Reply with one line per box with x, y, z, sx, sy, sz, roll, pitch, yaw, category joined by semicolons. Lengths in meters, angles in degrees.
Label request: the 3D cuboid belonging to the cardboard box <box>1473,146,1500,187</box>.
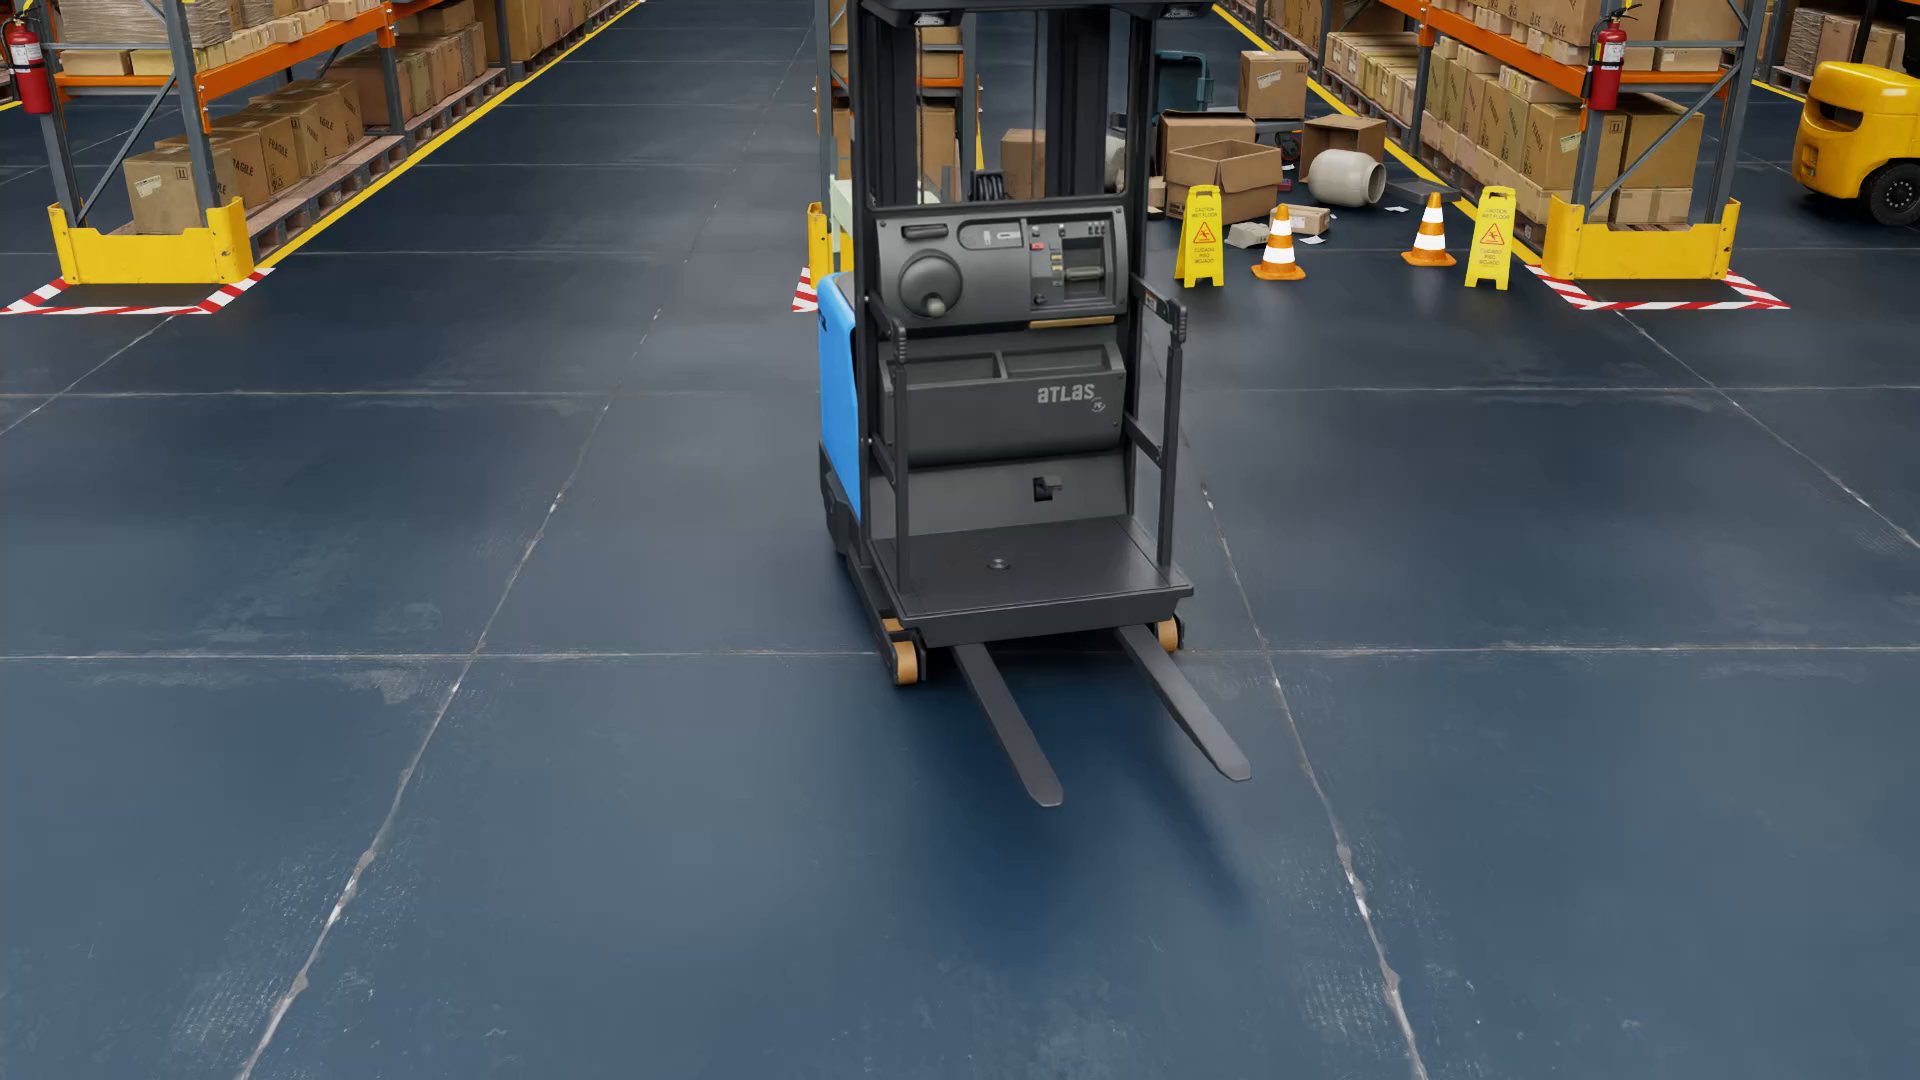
4.264;-2.844;12.725;0.500;0.250;0.500;-1;24;-2;cardboard box

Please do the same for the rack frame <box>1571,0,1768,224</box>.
4.551;-3.144;10.562;1.000;3.000;0.127;0;24;-1;rack frame

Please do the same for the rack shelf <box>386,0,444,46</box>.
-5.424;-5.244;16.079;1.077;0.370;4.000;0;24;-1;rack shelf

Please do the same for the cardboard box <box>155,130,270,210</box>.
-5.389;-2.656;12.006;0.500;0.500;0.500;6;25;13;cardboard box

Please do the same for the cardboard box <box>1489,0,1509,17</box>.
4.280;-4.169;12.346;0.500;0.500;0.500;0;24;0;cardboard box

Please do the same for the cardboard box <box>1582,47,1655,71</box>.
4.333;-3.183;10.953;0.380;0.149;0.250;1;24;1;cardboard box

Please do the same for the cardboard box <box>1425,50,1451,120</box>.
4.244;-3.829;13.992;0.500;0.500;0.500;1;24;2;cardboard box

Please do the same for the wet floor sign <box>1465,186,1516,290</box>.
3.483;-1.989;10.864;0.267;0.644;0.232;8;26;18;wet floor sign

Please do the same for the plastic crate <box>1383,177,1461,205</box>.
3.705;-2.812;13.370;0.402;0.080;0.583;-9;26;-19;plastic crate

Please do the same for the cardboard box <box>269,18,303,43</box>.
-5.042;-3.722;12.145;0.380;0.149;0.250;0;24;-1;cardboard box

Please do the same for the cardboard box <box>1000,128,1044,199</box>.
0.602;-2.956;13.176;0.500;0.500;0.500;4;25;9;cardboard box

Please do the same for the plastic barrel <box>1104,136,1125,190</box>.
1.105;-3.094;13.578;0.512;0.421;0.421;19;30;35;plastic barrel

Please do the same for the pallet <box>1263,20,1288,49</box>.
4.504;-6.501;21.368;1.003;0.211;1.213;0;24;-1;pallet

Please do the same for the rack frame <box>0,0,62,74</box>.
-10.398;-6.374;17.703;1.000;3.000;0.127;0;24;-1;rack frame

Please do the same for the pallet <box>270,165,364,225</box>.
-5.343;-2.697;12.957;1.003;0.211;1.213;0;24;-1;pallet

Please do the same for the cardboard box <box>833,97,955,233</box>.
-0.471;-2.583;11.390;0.875;0.875;0.875;0;24;0;cardboard box

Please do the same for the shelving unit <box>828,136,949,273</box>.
-0.330;-1.077;7.811;0.431;1.500;0.755;-6;25;-12;shelving unit

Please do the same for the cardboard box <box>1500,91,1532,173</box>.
4.273;-2.969;12.091;0.500;0.500;0.500;1;24;1;cardboard box

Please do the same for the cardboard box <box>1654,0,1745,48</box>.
4.823;-3.522;10.915;0.500;0.500;0.500;-1;24;-1;cardboard box

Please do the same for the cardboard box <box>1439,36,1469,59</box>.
4.185;-4.072;13.744;0.380;0.149;0.250;0;24;0;cardboard box

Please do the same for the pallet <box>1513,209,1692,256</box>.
4.577;-2.240;11.947;1.003;0.211;1.213;0;24;-1;pallet

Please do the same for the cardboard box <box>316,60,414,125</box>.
-5.387;-4.063;15.092;0.700;0.500;0.500;-2;24;-5;cardboard box

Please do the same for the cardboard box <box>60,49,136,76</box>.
-5.568;-3.102;10.773;0.380;0.149;0.250;0;24;-1;cardboard box

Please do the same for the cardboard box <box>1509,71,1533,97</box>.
4.211;-3.304;12.044;0.380;0.149;0.250;0;24;0;cardboard box

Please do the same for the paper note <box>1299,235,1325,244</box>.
2.550;-2.172;12.016;0.148;0.019;0.142;-9;26;-19;paper note

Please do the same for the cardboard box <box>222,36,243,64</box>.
-5.094;-3.310;11.234;0.380;0.149;0.250;0;24;-1;cardboard box

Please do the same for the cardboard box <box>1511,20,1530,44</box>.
4.249;-3.710;12.117;0.380;0.149;0.250;-1;24;-1;cardboard box

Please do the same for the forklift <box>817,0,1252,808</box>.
0.213;-0.976;5.852;1.130;2.935;3.031;-6;25;-12;forklift

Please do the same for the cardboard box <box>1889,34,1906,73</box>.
9.453;-4.461;15.845;0.875;0.625;0.625;0;24;-1;cardboard box

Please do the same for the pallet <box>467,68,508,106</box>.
-5.438;-4.804;17.615;1.003;0.211;1.213;0;24;-1;pallet

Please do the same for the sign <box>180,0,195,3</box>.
-4.816;-3.497;10.291;0.100;0.325;0.005;0;24;-1;sign

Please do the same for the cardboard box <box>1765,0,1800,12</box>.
9.169;-6.015;18.646;0.380;0.149;0.250;-1;24;-3;cardboard box

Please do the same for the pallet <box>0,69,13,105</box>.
-10.428;-4.784;17.572;1.003;0.211;1.213;0;24;-1;pallet

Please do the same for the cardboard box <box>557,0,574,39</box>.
-5.452;-6.636;20.351;1.225;0.875;0.875;-1;24;-2;cardboard box

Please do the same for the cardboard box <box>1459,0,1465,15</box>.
4.278;-4.334;13.497;0.380;0.149;0.250;0;24;-1;cardboard box

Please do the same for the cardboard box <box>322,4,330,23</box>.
-5.185;-4.134;13.055;0.380;0.149;0.250;0;24;-1;cardboard box

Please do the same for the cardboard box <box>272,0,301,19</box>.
-5.418;-4.125;12.249;0.875;0.500;0.500;0;24;-1;cardboard box

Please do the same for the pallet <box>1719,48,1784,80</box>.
9.457;-5.502;19.159;1.003;0.211;1.213;0;24;-1;pallet

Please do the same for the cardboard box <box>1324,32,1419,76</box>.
4.460;-5.202;17.791;0.950;0.372;0.625;-2;24;-4;cardboard box

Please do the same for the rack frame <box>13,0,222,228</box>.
-5.358;-3.100;10.464;1.000;3.000;0.127;0;24;-1;rack frame

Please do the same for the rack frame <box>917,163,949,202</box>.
-0.243;-0.930;7.487;0.400;1.500;0.023;-6;25;-12;rack frame

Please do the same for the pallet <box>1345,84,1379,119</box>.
4.481;-4.347;16.605;1.003;0.211;1.213;0;24;-1;pallet

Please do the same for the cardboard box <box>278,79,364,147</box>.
-5.437;-3.636;14.172;0.500;0.500;0.500;-1;24;-2;cardboard box

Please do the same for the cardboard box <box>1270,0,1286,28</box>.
4.507;-7.057;21.283;0.875;0.875;0.875;0;24;1;cardboard box

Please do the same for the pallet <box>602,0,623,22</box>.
-5.435;-7.592;23.780;1.003;0.211;1.213;0;24;-1;pallet

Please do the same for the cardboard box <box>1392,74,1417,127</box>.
4.499;-4.003;15.140;0.950;0.372;0.625;0;24;0;cardboard box

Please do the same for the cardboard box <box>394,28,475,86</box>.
-5.399;-4.953;17.062;0.700;0.500;0.500;-2;24;-5;cardboard box

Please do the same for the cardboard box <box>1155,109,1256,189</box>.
1.982;-3.167;13.476;0.797;0.637;0.503;0;24;-1;cardboard box
